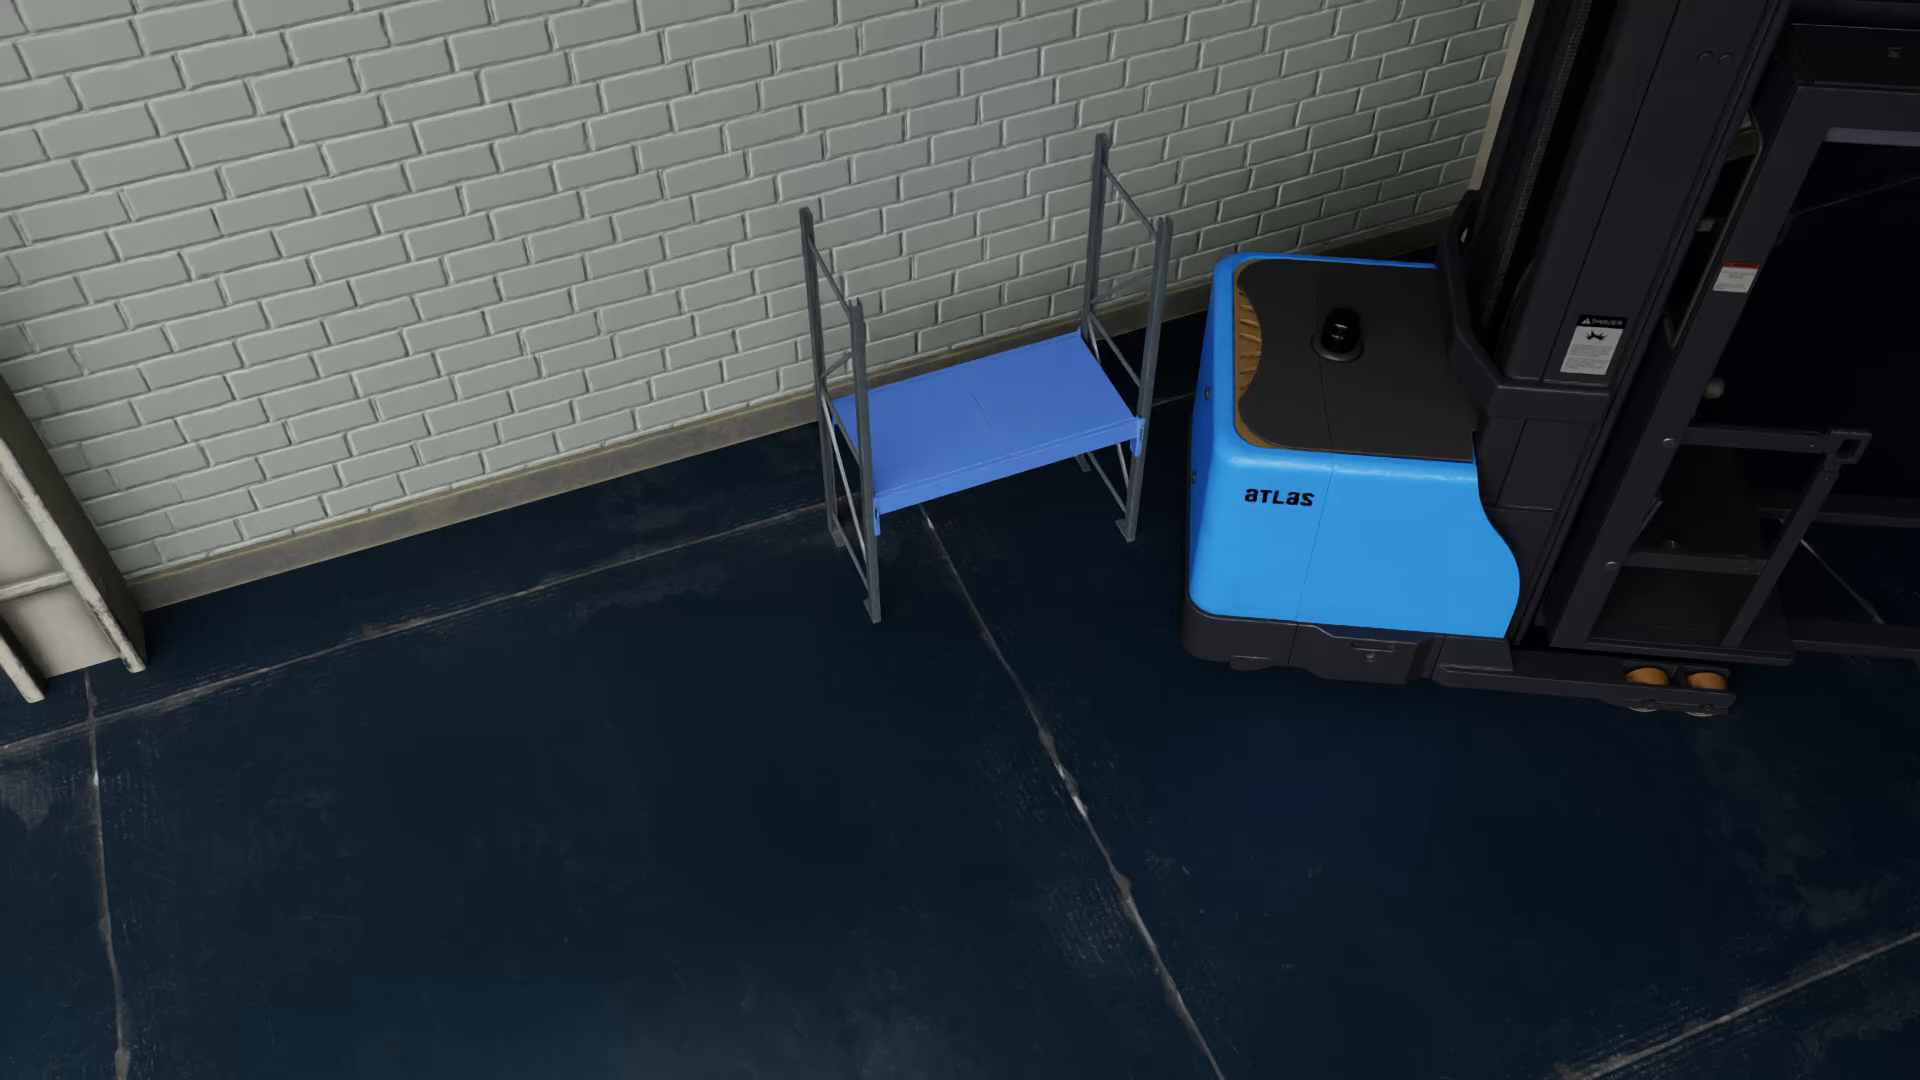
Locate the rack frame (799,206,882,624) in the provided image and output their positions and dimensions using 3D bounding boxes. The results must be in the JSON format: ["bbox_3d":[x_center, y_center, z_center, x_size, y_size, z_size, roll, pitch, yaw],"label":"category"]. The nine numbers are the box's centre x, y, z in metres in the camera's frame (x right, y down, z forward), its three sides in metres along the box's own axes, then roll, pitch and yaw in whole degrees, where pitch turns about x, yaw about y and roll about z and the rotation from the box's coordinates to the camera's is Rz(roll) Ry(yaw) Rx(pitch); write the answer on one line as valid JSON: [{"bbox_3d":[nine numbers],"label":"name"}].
[{"bbox_3d":[-0.392,-0.367,5.577,0.032,1.500,0.500,-17,52,-14],"label":"rack frame"}]

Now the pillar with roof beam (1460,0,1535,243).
[{"bbox_3d":[4.077,-1.227,1.372,0.400,9.000,9.100,-17,52,-14],"label":"pillar with roof beam"}]

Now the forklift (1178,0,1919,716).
[{"bbox_3d":[2.320,-0.774,4.983,3.031,2.935,1.130,4,49,4],"label":"forklift"}]

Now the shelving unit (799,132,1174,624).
[{"bbox_3d":[0.079,-0.513,5.702,1.048,1.500,0.538,-17,52,-14],"label":"shelving unit"}]

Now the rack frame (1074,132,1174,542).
[{"bbox_3d":[0.550,-0.659,5.827,0.032,1.500,0.500,-17,52,-14],"label":"rack frame"}]

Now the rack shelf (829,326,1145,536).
[{"bbox_3d":[0.079,-0.396,5.838,1.000,0.185,0.538,-17,52,-14],"label":"rack shelf"}]
